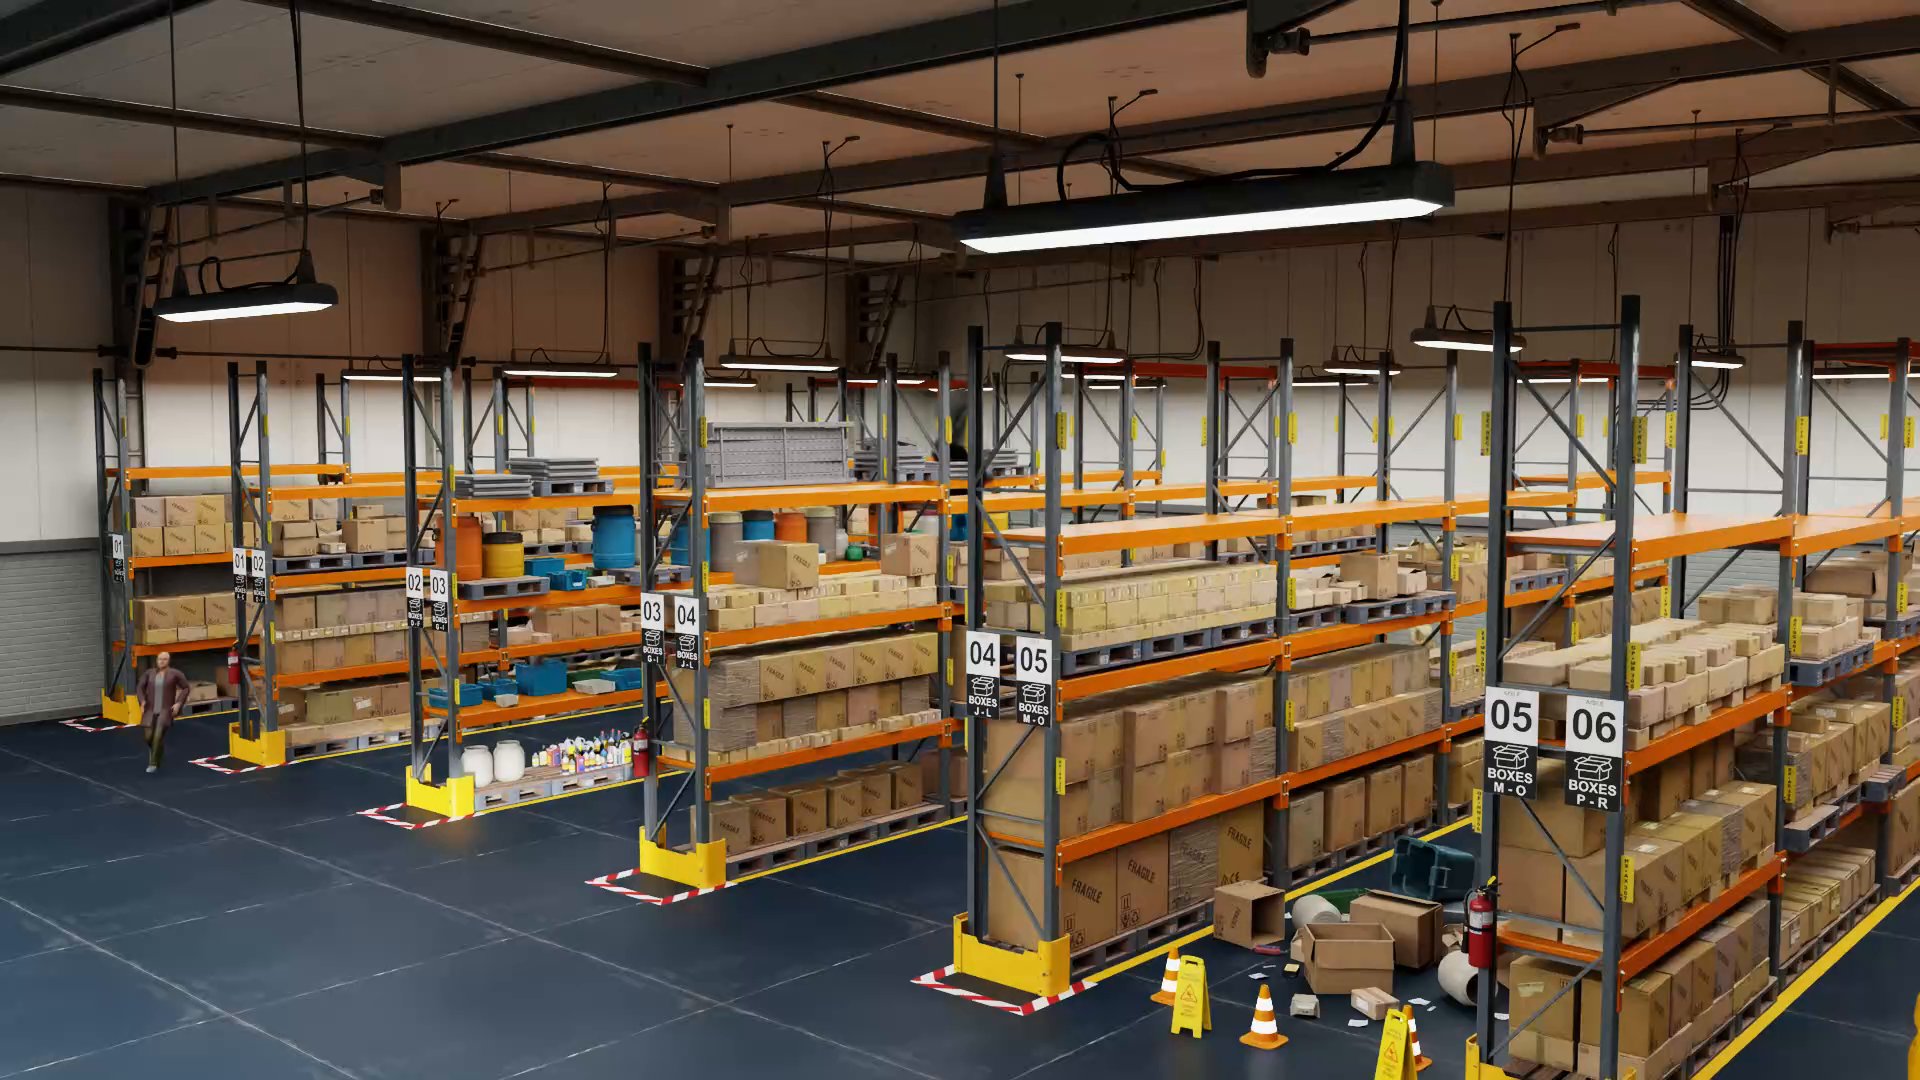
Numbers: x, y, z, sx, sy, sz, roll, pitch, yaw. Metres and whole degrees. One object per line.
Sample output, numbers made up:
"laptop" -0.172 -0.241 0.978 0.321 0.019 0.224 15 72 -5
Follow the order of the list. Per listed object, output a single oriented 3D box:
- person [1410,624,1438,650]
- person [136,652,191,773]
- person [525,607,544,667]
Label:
"person" 8.526 2.094 30.442 0.593 1.661 0.909 -1 4 -11
"person" -11.721 2.508 24.476 0.748 1.746 0.725 -1 4 -13
"person" -7.856 2.075 30.788 0.545 1.702 1.058 3 5 38
